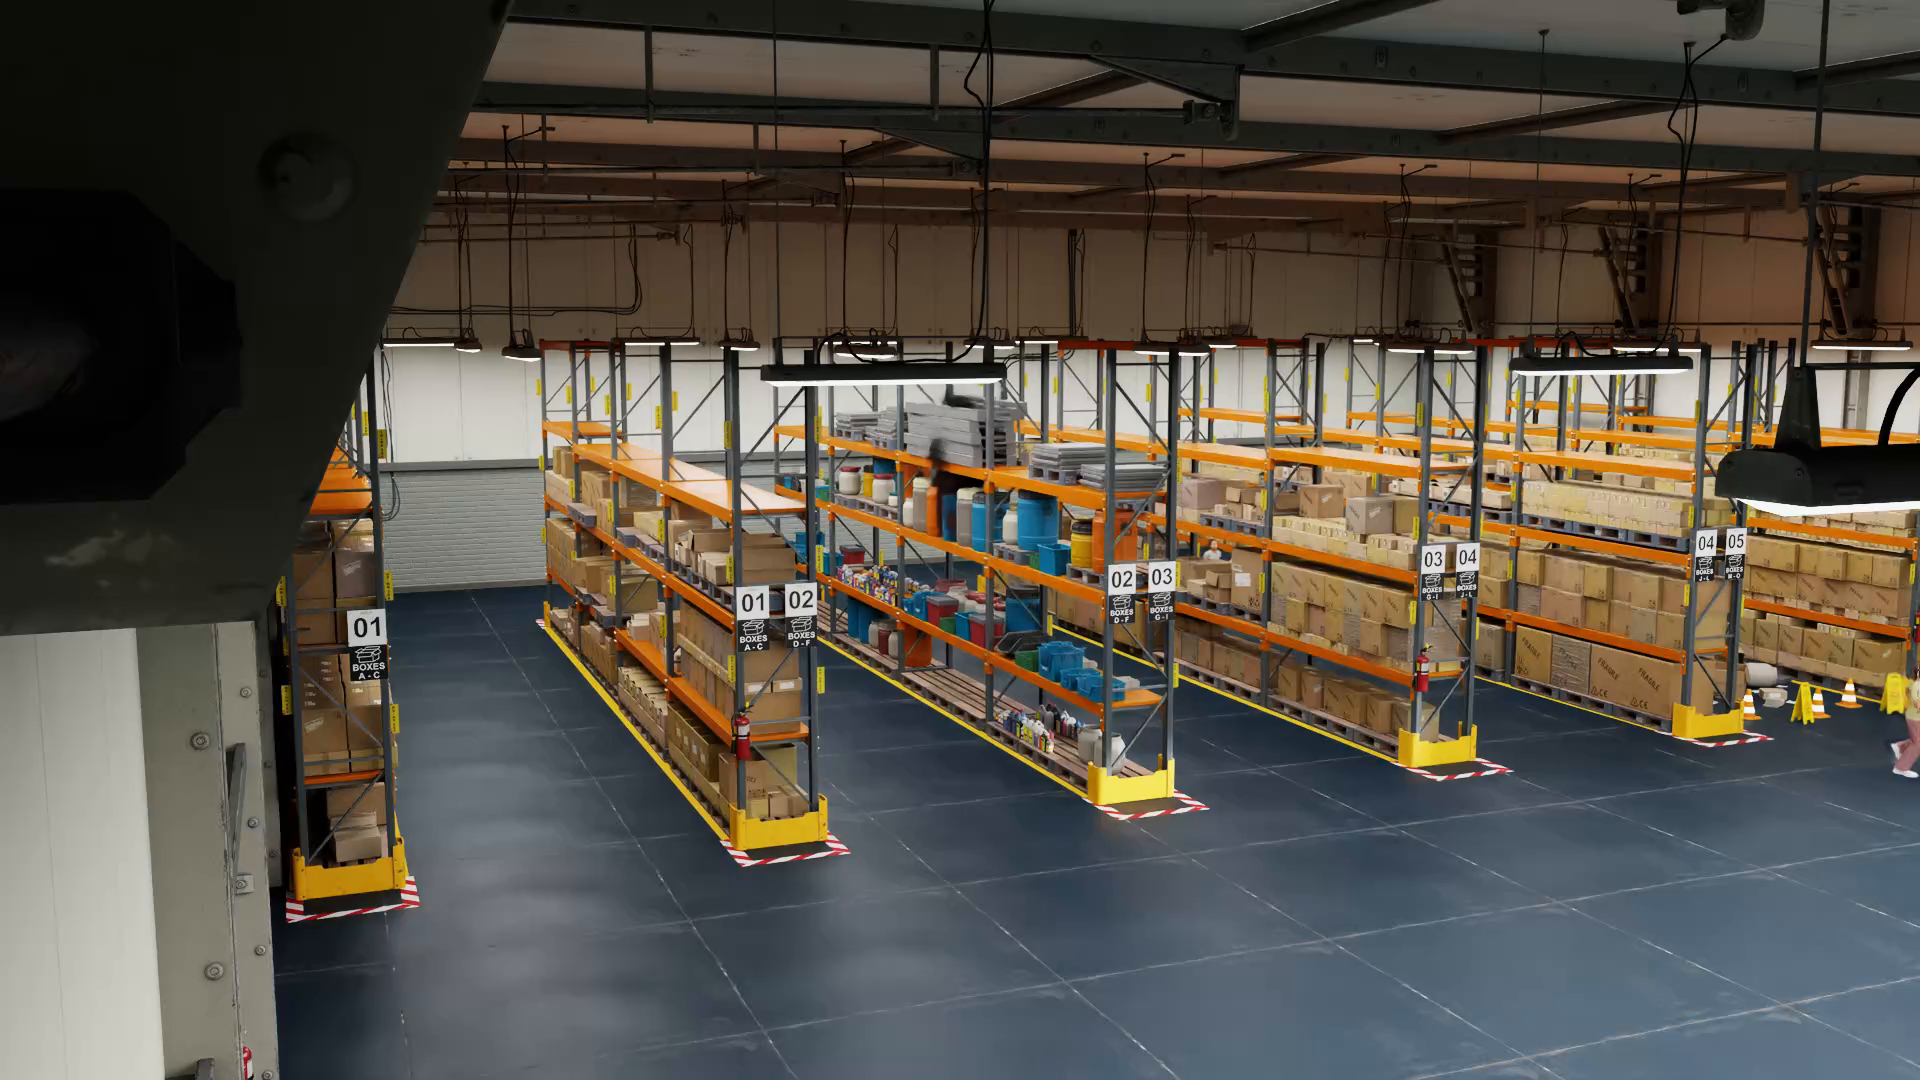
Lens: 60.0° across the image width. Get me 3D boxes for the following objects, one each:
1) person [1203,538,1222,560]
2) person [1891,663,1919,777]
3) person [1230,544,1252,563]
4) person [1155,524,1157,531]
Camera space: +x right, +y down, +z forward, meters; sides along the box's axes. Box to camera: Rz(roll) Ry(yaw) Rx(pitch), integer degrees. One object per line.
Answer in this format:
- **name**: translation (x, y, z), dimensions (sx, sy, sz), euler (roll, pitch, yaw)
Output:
- **person**: translation (5.550, 0.790, 36.265), dimensions (0.535, 1.663, 0.677), euler (-2, 8, -18)
- **person**: translation (13.420, 2.513, 23.294), dimensions (0.603, 1.628, 0.605), euler (5, 9, 32)
- **person**: translation (6.053, 0.927, 34.911), dimensions (0.633, 1.850, 0.776), euler (-3, 8, -24)
- **person**: translation (4.677, 0.175, 41.527), dimensions (0.494, 1.543, 0.653), euler (-1, 8, -8)
